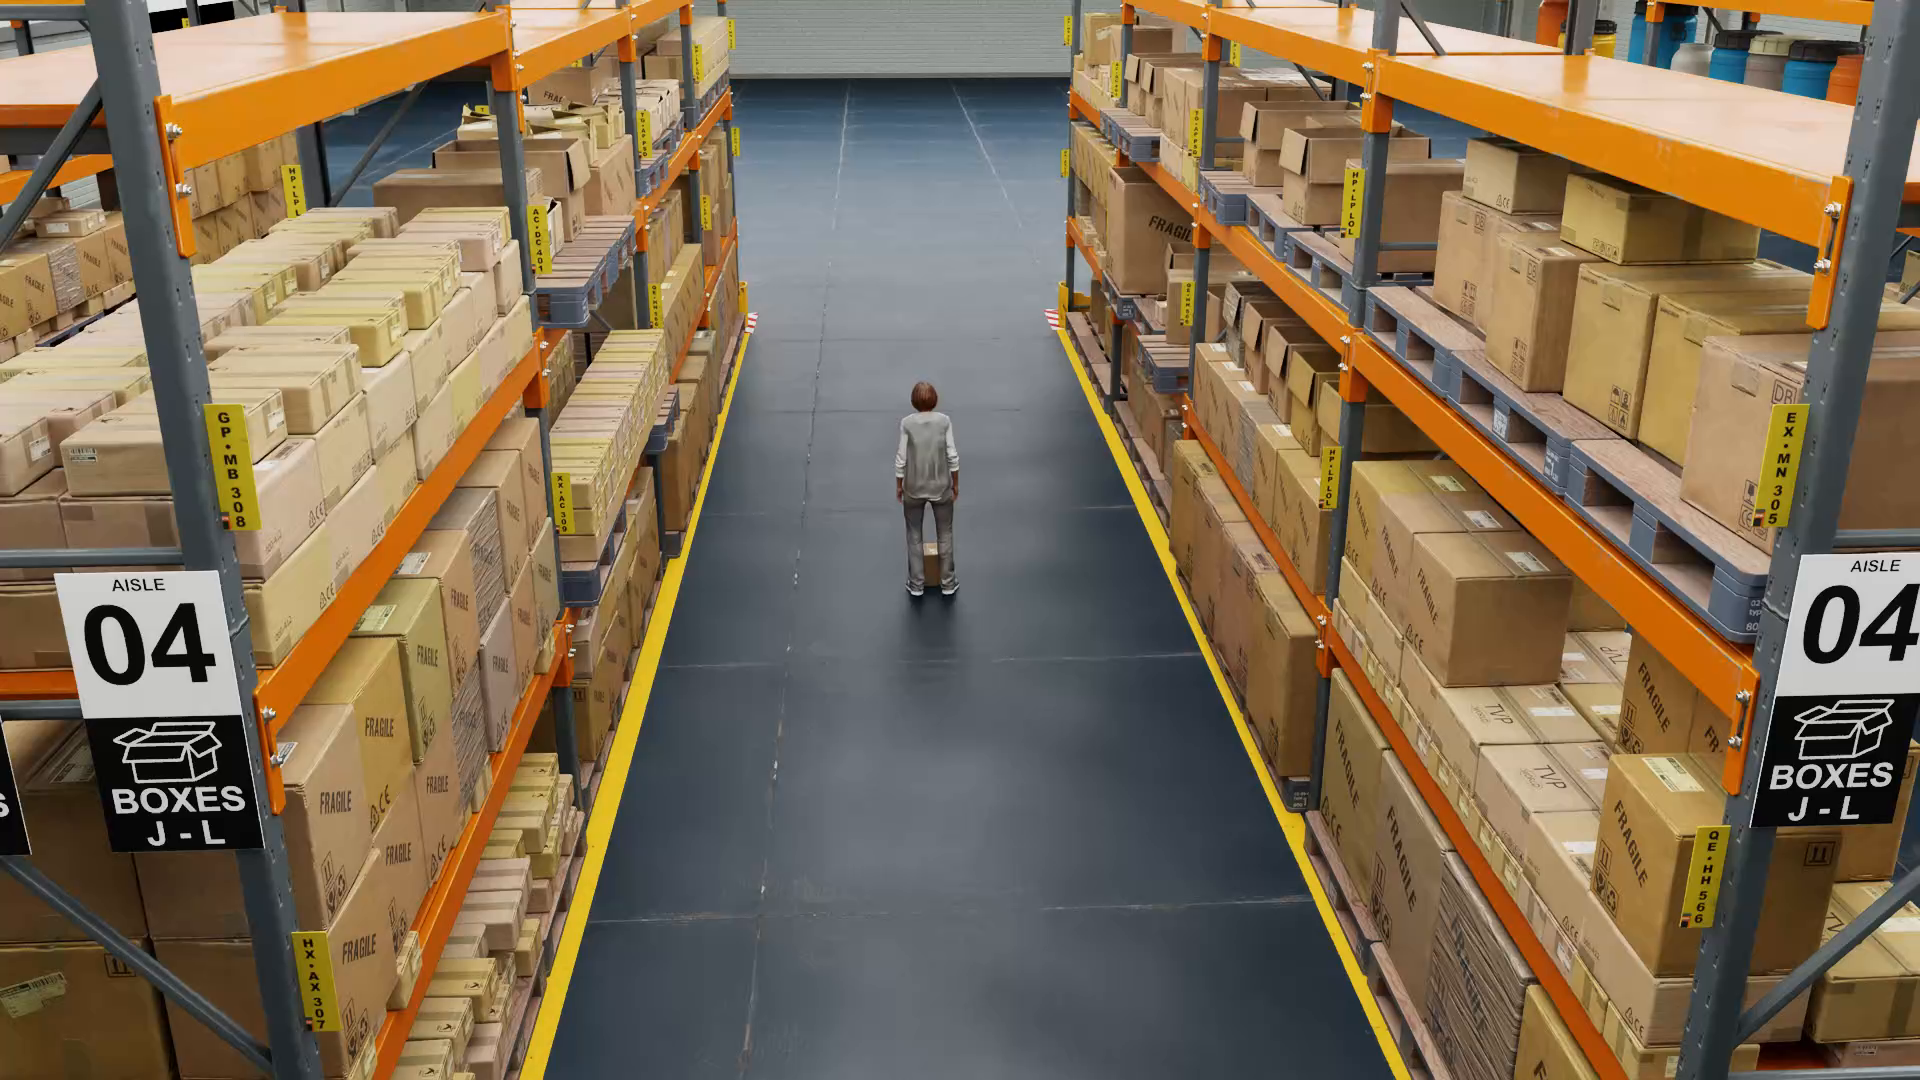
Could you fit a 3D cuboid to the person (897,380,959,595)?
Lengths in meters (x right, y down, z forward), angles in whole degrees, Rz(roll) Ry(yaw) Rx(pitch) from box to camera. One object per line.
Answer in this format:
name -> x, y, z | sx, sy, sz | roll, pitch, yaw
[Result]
person -> -0.230, -0.353, 12.054 | 0.457, 1.575, 0.348 | -1, 21, -3
